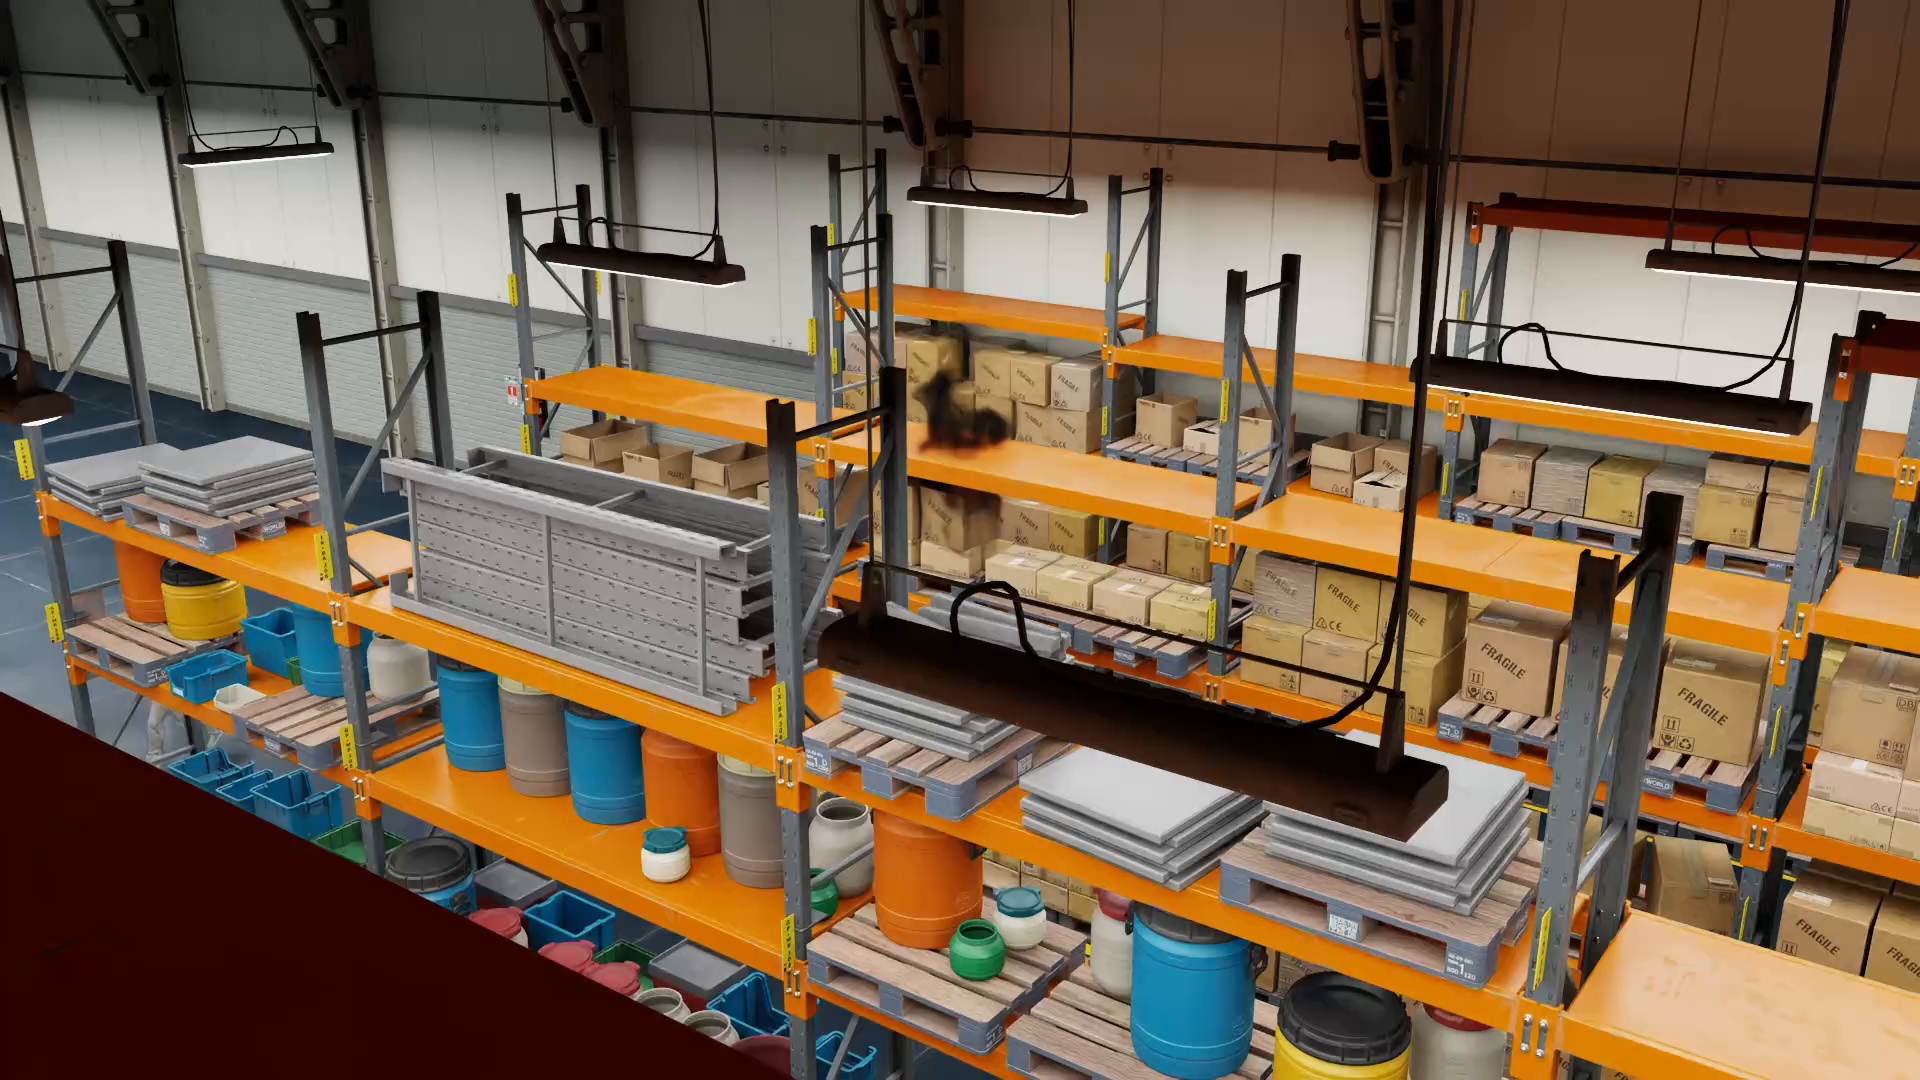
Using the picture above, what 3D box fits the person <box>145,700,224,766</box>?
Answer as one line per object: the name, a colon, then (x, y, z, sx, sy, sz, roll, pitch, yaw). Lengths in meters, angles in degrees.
person: (-8.388, 1.601, 17.706, 0.927, 1.736, 0.618, -10, 21, -28)
